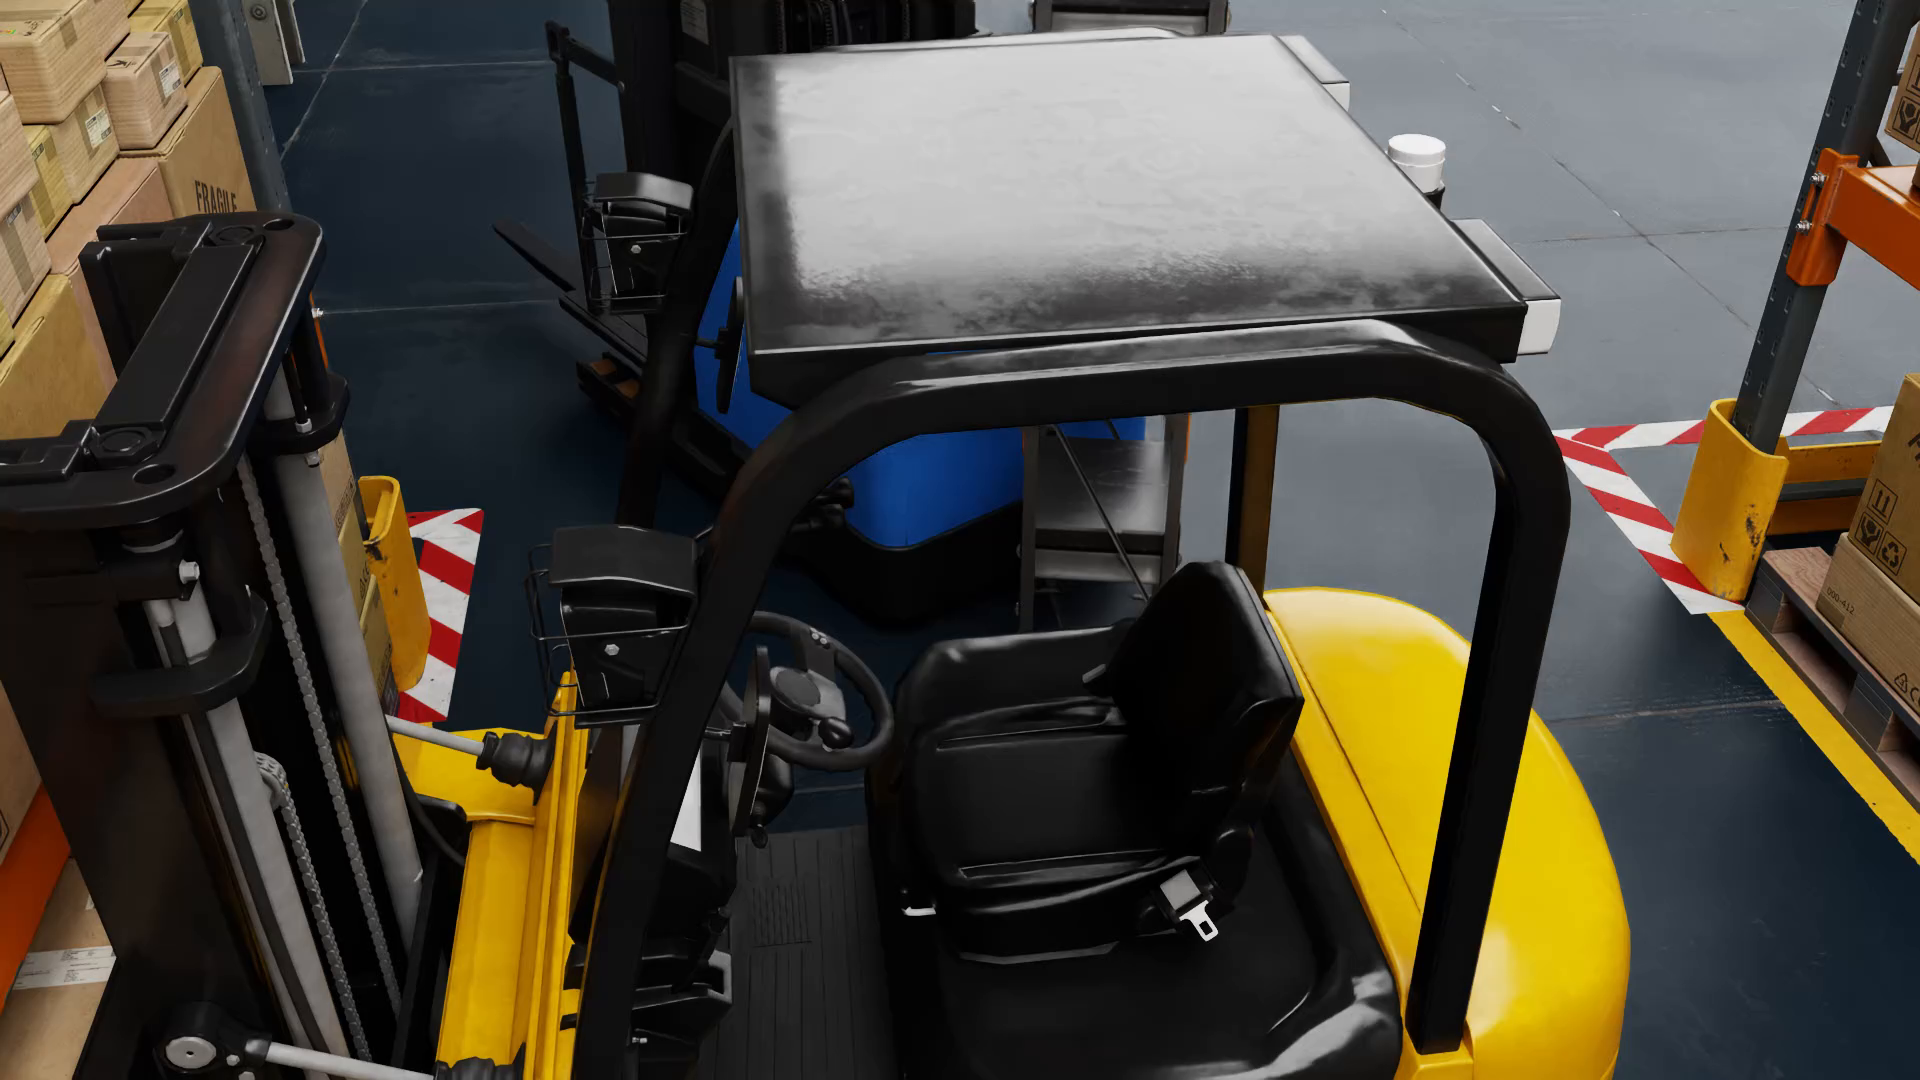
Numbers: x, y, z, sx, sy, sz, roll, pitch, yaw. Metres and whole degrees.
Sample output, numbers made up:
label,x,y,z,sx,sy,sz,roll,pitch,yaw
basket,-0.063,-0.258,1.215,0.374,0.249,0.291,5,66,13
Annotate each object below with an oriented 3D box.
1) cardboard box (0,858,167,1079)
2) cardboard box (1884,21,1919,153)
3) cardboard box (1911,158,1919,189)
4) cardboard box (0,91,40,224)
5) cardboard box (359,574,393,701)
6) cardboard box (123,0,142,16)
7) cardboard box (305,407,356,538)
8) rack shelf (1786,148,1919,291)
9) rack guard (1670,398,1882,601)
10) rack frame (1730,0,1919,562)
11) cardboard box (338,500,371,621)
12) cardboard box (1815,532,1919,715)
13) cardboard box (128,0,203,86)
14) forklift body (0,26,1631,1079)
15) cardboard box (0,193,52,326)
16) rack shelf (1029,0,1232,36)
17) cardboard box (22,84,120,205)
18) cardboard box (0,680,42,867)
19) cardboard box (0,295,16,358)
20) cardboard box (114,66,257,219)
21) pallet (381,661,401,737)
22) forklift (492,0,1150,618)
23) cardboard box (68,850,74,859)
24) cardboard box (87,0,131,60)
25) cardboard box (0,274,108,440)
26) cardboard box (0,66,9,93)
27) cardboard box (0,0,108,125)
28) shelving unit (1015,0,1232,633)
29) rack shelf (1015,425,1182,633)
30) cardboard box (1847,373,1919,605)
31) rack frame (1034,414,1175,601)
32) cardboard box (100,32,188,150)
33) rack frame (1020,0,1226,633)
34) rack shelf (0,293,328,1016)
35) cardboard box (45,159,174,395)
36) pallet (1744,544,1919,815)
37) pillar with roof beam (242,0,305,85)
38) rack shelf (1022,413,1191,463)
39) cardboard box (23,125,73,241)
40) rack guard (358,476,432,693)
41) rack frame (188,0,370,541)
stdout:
label,x,y,z,sx,sy,sz,roll,pitch,yaw
cardboard box,-1.522,0.776,2.629,0.500,0.250,0.500,-5,35,-7
cardboard box,2.601,-1.113,3.866,0.500,0.500,0.500,-5,35,-7
cardboard box,2.653,-0.925,4.167,0.380,0.149,0.250,-4,35,-6
cardboard box,-1.618,-0.544,2.455,0.380,0.149,0.250,-4,34,-5
cardboard box,-1.730,0.345,4.149,0.500,0.250,0.500,-4,34,-6
cardboard box,-1.849,-1.104,3.278,0.380,0.149,0.250,-4,35,-6
cardboard box,-1.735,-0.073,3.874,0.500,0.250,0.500,-3,34,-5
rack shelf,3.081,0.179,2.962,1.077,0.370,4.000,-4,35,-6
rack guard,2.822,-0.159,5.039,1.175,0.500,0.348,-4,35,-6
rack frame,2.812,-1.234,4.397,1.000,3.000,0.127,-4,35,-6
cardboard box,-1.731,0.148,3.994,0.500,0.250,0.500,-5,35,-7
cardboard box,2.646,0.200,4.362,0.500,0.250,0.500,-5,35,-7
cardboard box,-1.782,-0.993,3.379,0.380,0.149,0.250,-4,34,-6
forklift body,-0.043,0.415,2.731,2.313,2.155,1.214,-4,35,-6
cardboard box,-1.639,-0.419,2.536,0.380,0.149,0.250,-5,35,-8
rack shelf,0.385,-1.129,3.823,0.431,0.518,0.480,3,34,5
cardboard box,-1.744,-0.703,2.954,0.380,0.149,0.250,-4,34,-5
cardboard box,-1.571,0.213,2.185,0.500,0.500,0.500,-4,34,-6
cardboard box,-1.585,-0.279,2.331,0.380,0.149,0.250,-4,34,-6
cardboard box,-1.780,-0.643,3.440,0.500,0.500,0.500,-5,35,-7
pallet,-1.962,0.720,4.006,1.003,0.211,1.213,-4,35,-6
forklift,-0.709,-1.756,5.224,1.130,2.935,3.031,-24,41,-30
cardboard box,-1.583,0.492,3.045,0.500,0.250,0.500,-4,34,-6
cardboard box,-1.785,-0.969,3.079,0.380,0.149,0.250,-4,35,-6
cardboard box,-1.650,-0.066,2.595,0.500,0.500,0.500,-5,35,-7
cardboard box,-1.763,-0.681,2.656,0.380,0.149,0.250,-4,34,-6
cardboard box,-1.723,-0.825,2.868,0.380,0.149,0.250,-4,34,-5
shelving unit,0.385,-0.562,4.210,0.431,2.100,0.503,3,34,5
rack shelf,0.385,0.028,4.612,0.431,0.518,0.480,3,34,5
cardboard box,2.650,-0.097,4.131,0.500,0.500,0.500,-5,35,-8
rack frame,0.409,-0.698,4.410,0.400,2.100,0.015,3,34,5
cardboard box,-1.718,-0.853,3.173,0.380,0.149,0.250,-4,34,-6
rack frame,0.361,-0.425,4.009,0.400,2.100,0.015,3,34,5
rack shelf,-1.837,0.557,2.407,1.077,0.370,4.000,-4,35,-6
cardboard box,-1.719,-0.352,3.015,0.500,0.500,0.500,-3,34,-5
pallet,2.896,0.417,4.451,1.003,0.211,1.213,-4,35,-6
pillar with roof beam,0.553,-6.552,6.874,9.100,9.000,0.400,-4,35,-6
rack shelf,0.385,-0.550,4.217,0.431,0.518,0.480,3,34,5
cardboard box,-1.722,-0.564,2.749,0.380,0.149,0.250,-5,35,-7
rack guard,-2.109,0.164,4.566,1.175,0.500,0.348,-4,35,-6
rack frame,-2.106,-0.856,3.842,1.000,3.000,0.127,-4,35,-6
